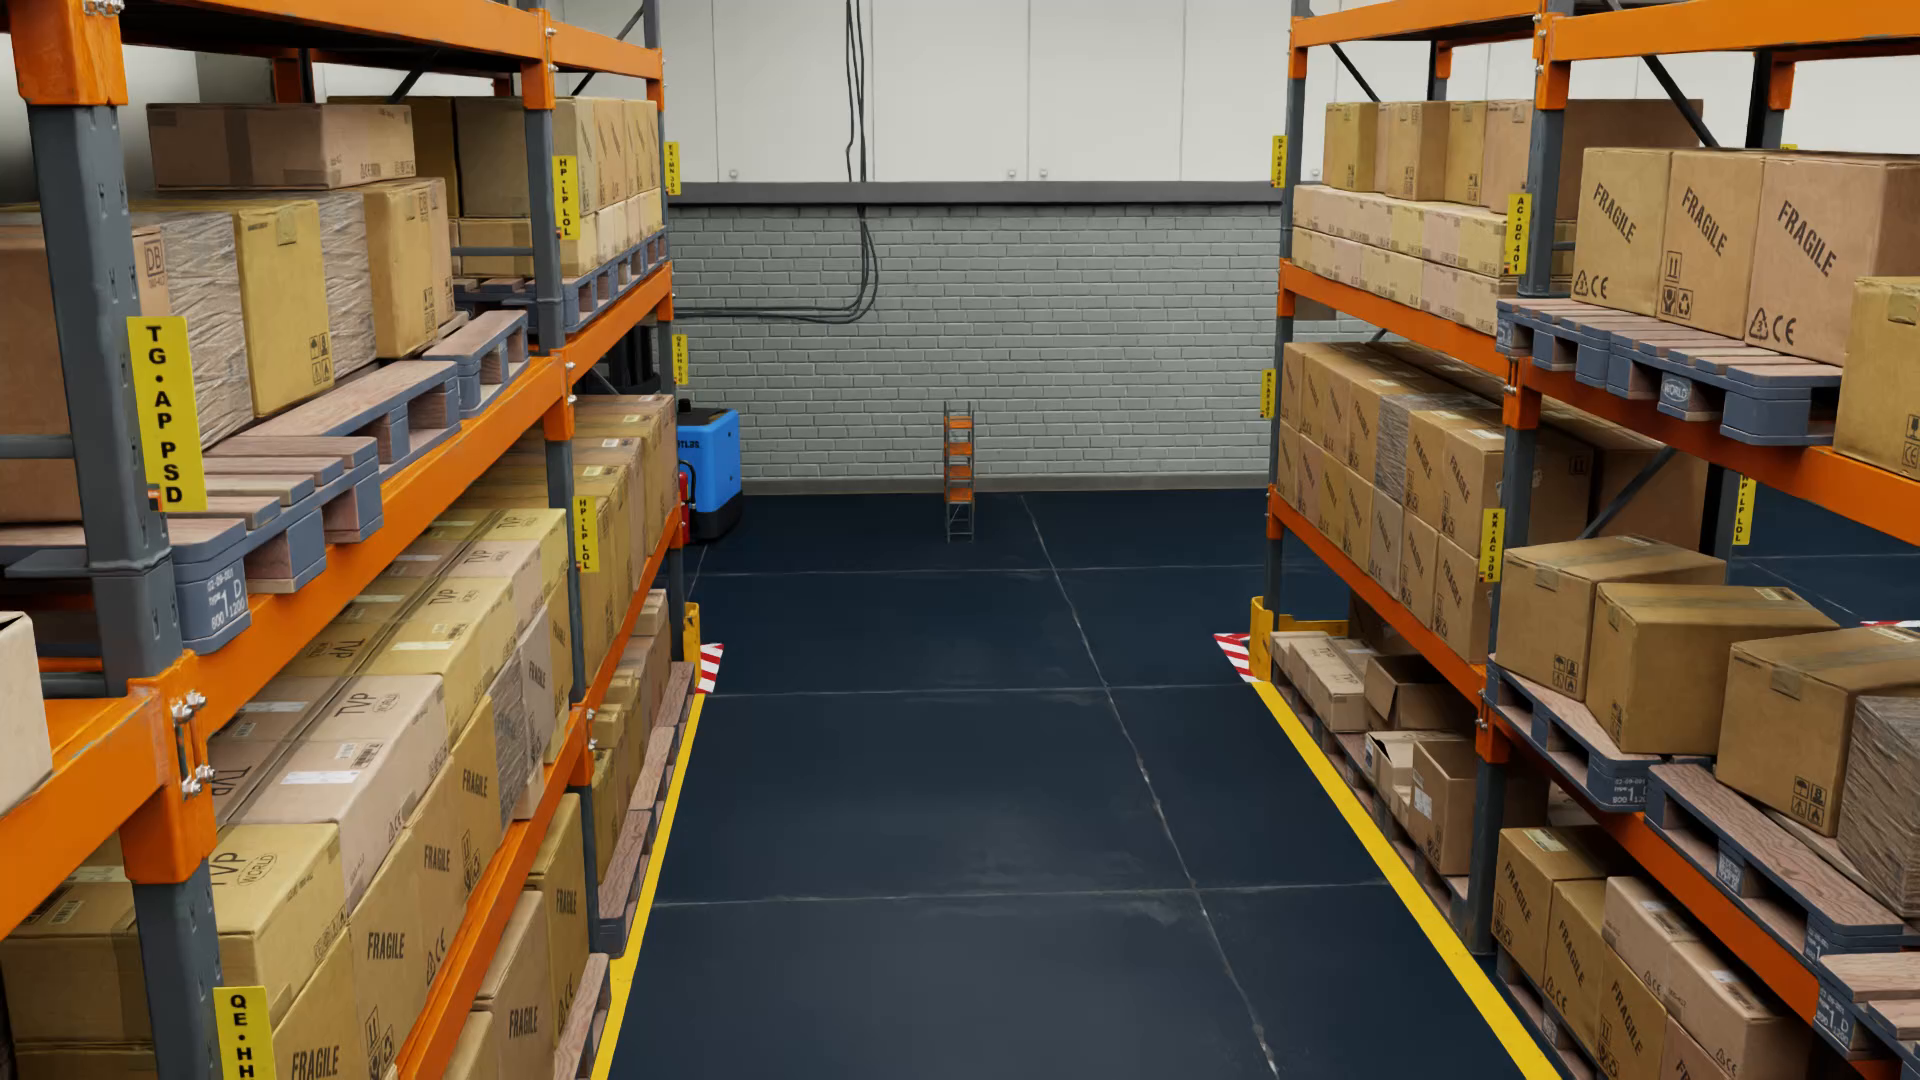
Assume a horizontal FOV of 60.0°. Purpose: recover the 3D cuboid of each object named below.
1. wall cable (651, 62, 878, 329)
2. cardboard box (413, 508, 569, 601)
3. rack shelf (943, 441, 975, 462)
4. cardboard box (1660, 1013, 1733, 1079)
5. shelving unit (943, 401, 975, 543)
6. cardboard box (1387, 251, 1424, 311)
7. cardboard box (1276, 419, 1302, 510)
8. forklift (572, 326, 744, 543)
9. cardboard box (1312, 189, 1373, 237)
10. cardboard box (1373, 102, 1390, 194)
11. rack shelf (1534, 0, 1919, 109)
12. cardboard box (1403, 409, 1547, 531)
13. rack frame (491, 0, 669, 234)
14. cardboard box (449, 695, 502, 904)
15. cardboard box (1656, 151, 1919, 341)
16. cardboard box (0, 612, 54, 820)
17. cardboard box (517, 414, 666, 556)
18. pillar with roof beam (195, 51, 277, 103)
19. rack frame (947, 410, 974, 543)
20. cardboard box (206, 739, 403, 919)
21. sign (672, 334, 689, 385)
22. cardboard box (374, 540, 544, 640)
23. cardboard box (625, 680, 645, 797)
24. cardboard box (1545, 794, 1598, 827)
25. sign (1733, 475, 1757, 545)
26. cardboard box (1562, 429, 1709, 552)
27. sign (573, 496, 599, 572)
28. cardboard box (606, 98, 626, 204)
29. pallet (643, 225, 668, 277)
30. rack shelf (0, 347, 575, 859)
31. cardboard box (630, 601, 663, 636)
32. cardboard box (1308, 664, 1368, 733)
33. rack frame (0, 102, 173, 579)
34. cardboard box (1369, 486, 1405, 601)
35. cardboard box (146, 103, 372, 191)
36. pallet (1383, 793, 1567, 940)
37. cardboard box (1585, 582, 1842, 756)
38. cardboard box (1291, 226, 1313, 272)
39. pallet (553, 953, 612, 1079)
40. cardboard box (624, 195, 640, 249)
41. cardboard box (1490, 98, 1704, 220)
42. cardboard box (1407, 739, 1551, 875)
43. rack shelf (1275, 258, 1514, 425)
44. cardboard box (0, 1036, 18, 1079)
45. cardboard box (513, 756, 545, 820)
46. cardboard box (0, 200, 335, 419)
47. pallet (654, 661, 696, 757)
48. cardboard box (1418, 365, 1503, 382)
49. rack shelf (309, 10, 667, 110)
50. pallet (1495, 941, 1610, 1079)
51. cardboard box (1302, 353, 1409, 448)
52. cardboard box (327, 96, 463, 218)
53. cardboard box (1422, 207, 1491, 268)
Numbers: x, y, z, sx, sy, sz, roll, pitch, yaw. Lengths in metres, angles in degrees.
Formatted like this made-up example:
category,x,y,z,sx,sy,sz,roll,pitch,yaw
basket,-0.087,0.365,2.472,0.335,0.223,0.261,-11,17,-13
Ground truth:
category,x,y,z,sx,sy,sz,roll,pitch,yaw
wall cable,-2.345,-3.299,16.019,3.097,2.526,0.112,-1,14,-3
cardboard box,-1.819,0.057,6.443,0.500,0.250,0.500,-1,14,-2
rack shelf,-0.010,-0.774,14.998,0.258,0.148,0.480,-1,14,-3
cardboard box,2.725,1.937,5.613,0.500,0.500,0.500,-1,14,-6
shelving unit,-0.010,-0.622,15.037,0.258,1.200,0.503,-1,14,-3
cardboard box,2.485,-1.313,8.391,0.500,0.250,0.500,-1,14,-3
cardboard box,2.357,-0.496,10.735,0.500,0.500,0.500,-1,14,-2
forklift,-3.600,-1.536,15.116,3.031,2.935,1.130,2,15,7
cardboard box,2.388,-1.928,9.779,0.500,0.250,0.500,-1,14,-3
cardboard box,2.725,-2.172,9.220,0.700,0.500,0.500,-1,14,-3
rack shelf,2.964,-1.433,4.784,1.077,0.370,4.000,-1,14,-3
cardboard box,2.516,-0.349,8.157,0.500,0.500,0.500,-1,14,-5
rack frame,-2.351,-3.390,10.144,1.000,3.000,0.127,-1,14,-3
cardboard box,-1.723,0.795,5.080,0.500,0.500,0.500,0,14,-2
cardboard box,2.862,-1.028,5.739,0.600,0.600,0.600,-1,14,-4
cardboard box,-1.542,0.260,2.113,0.500,0.311,0.500,-1,14,-3
cardboard box,-2.254,-0.323,9.659,0.980,0.700,0.700,-1,14,-4
pillar with roof beam,1.286,-2.623,7.160,9.100,9.000,0.400,-1,14,-3
rack frame,0.005,-0.562,14.801,0.240,1.200,0.015,-1,14,-3
cardboard box,-1.661,0.689,3.987,0.500,0.250,0.500,-1,14,-4
sign,-1.809,-1.165,10.736,0.100,0.325,0.005,-1,14,-3
cardboard box,-1.797,0.184,5.948,0.500,0.250,0.500,-1,14,-2
cardboard box,-2.105,1.077,8.995,0.700,0.500,0.500,-1,14,-2
cardboard box,3.030,1.414,8.024,0.500,0.311,0.500,-1,14,-3
sign,3.394,-0.138,7.218,0.100,0.325,0.005,-1,14,-3
cardboard box,3.092,-0.222,7.661,0.500,0.500,0.500,-1,14,-2
sign,-1.563,-0.023,6.932,0.100,0.325,0.005,-1,14,-3
cardboard box,-1.942,-1.917,8.191,0.500,0.500,0.500,-1,14,-3
pallet,-2.295,-1.710,9.812,1.003,0.211,1.213,-1,14,-3
rack shelf,-1.980,-0.097,4.807,1.077,0.370,4.000,-1,14,-3
cardboard box,-2.002,0.473,10.039,0.380,0.149,0.250,0,14,-2
cardboard box,2.405,0.945,9.970,0.500,0.250,0.500,-1,14,-3
rack frame,-1.856,-1.401,2.411,1.000,3.000,0.127,-1,14,-3
cardboard box,2.486,0.008,8.775,0.500,0.500,0.500,-1,14,-2
cardboard box,-2.131,-1.209,5.099,0.500,0.250,0.500,-1,14,-5
pallet,2.799,1.612,8.337,1.003,0.211,1.213,-1,14,-3
cardboard box,2.752,0.472,6.128,0.700,0.500,0.500,1,14,5
cardboard box,2.370,-1.811,10.325,0.500,0.250,0.500,-1,14,-3
pallet,-1.981,2.051,6.631,1.003,0.211,1.213,-1,14,-3
cardboard box,-1.971,-1.680,8.773,0.500,0.250,0.500,-1,14,-5
cardboard box,2.772,-1.673,7.282,0.700,0.500,0.500,-1,14,-3
cardboard box,2.522,1.293,8.116,0.500,0.500,0.500,-1,14,-3
rack shelf,2.716,-1.169,8.975,1.077,0.370,4.000,-1,14,-3
cardboard box,-2.148,1.189,3.547,0.500,0.500,0.500,-1,14,-3
cardboard box,-1.715,0.894,5.996,0.380,0.149,0.250,-1,14,-3
cardboard box,-2.050,-0.598,4.227,0.700,0.500,0.500,0,14,-1
pallet,-2.224,1.063,10.470,1.003,0.211,1.213,-1,14,-3
cardboard box,2.963,-0.734,9.652,0.500,0.500,0.500,0,14,-2
rack shelf,-2.228,-2.351,8.350,1.077,0.370,4.000,-1,14,-3
pallet,2.928,1.985,6.889,1.003,0.211,1.213,-1,14,-3
cardboard box,2.397,-0.851,10.105,0.500,0.500,0.500,-1,14,-3
cardboard box,-2.380,-1.655,7.173,0.500,0.500,0.500,-1,14,-4
cardboard box,2.511,-1.431,7.845,0.500,0.250,0.500,-1,14,-3
